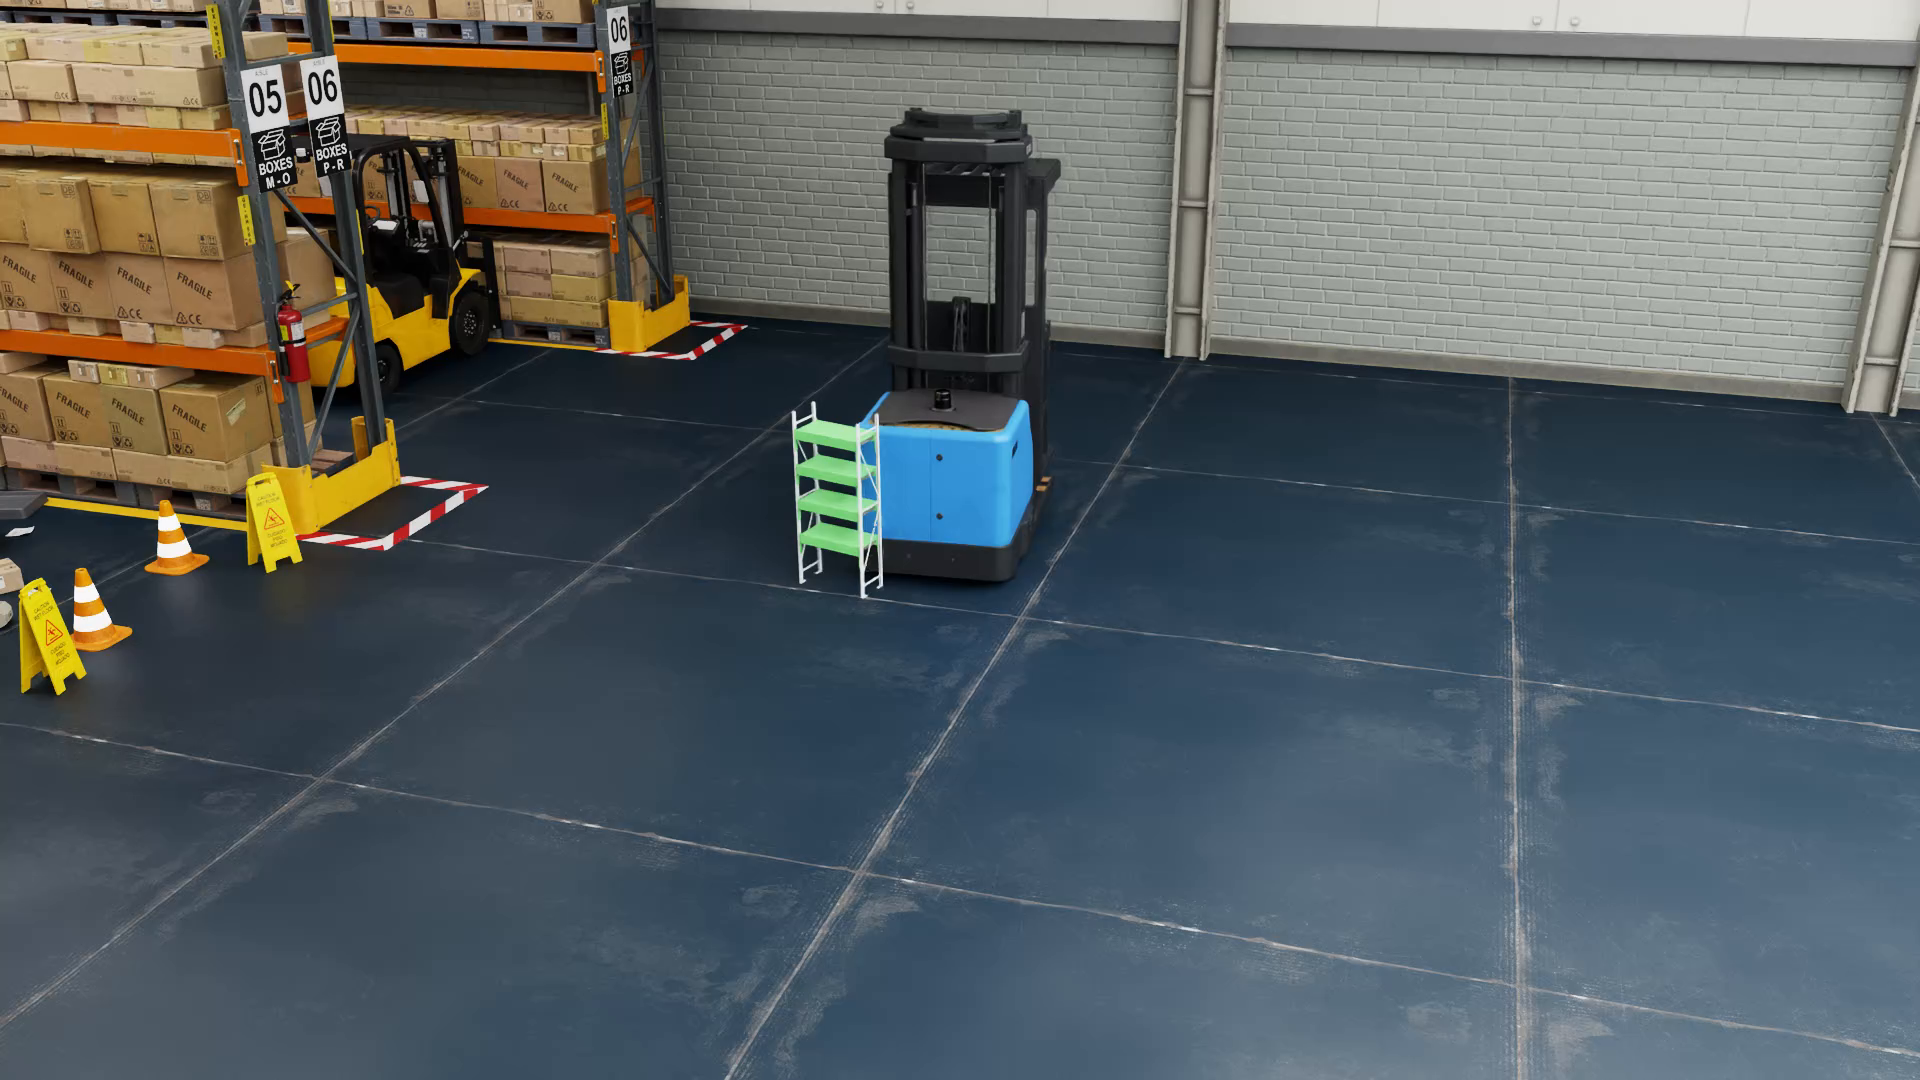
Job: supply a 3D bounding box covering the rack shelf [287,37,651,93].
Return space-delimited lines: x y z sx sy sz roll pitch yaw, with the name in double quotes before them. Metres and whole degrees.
"rack shelf" -5.046 -4.719 16.317 4.000 0.370 1.077 7 23 16

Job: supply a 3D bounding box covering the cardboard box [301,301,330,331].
"cardboard box" -4.827 -1.637 12.140 0.250 0.149 0.380 7 23 16

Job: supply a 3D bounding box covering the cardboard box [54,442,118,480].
"cardboard box" -6.410 -0.669 12.518 0.500 0.250 0.500 6 23 14

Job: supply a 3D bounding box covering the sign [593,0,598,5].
"sign" -3.302 -5.010 15.016 0.005 0.325 0.100 7 23 16

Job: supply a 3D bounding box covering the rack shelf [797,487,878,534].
"rack shelf" -0.791 -0.197 10.833 0.480 0.148 0.258 13 26 28

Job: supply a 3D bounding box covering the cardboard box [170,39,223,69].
"cardboard box" -4.971 -3.211 10.974 0.250 0.149 0.380 7 23 16

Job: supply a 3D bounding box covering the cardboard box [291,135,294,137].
"cardboard box" -6.732 -4.099 16.824 0.250 0.149 0.380 6 23 15

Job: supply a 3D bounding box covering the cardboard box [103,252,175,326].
"cardboard box" -5.639 -1.841 11.781 0.500 0.500 0.500 7 23 16

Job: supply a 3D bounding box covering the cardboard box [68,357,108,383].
"cardboard box" -6.266 -1.277 12.158 0.250 0.149 0.380 8 23 18

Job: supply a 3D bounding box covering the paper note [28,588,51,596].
"paper note" -6.042 0.352 10.871 0.142 0.019 0.148 -1 22 -3

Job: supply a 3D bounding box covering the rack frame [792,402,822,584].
"rack frame" -1.002 -0.303 10.923 0.015 1.200 0.240 13 26 28

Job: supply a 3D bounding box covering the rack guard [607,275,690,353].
"rack guard" -3.108 -2.286 16.684 0.348 0.500 1.175 7 23 16

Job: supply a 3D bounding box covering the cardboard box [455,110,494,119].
"cardboard box" -4.864 -4.223 16.735 0.250 0.149 0.380 7 23 16

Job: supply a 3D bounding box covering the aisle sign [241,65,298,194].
"aisle sign" -4.586 -2.732 11.051 0.004 0.787 0.394 7 23 16

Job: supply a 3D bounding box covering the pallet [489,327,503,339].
"pallet" -5.040 -2.358 17.240 1.213 0.211 1.003 7 23 15

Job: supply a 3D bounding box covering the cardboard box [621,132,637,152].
"cardboard box" -3.381 -3.923 16.394 0.250 0.149 0.380 6 23 14

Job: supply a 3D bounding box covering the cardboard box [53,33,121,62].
"cardboard box" -5.916 -3.351 11.314 0.250 0.149 0.380 7 23 16

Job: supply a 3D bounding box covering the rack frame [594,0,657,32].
"rack frame" -3.131 -6.220 15.077 0.127 3.000 1.000 7 23 16

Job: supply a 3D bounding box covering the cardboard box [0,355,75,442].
"cardboard box" -6.893 -1.074 12.517 0.500 0.500 0.500 8 24 18

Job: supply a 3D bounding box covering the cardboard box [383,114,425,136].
"cardboard box" -5.485 -4.112 16.464 0.250 0.149 0.380 6 23 15

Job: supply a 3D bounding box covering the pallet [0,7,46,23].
"pallet" -10.115 -5.580 17.718 1.003 0.211 1.213 8 24 18

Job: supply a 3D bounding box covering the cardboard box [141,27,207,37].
"cardboard box" -5.529 -3.521 11.728 0.250 0.149 0.380 6 23 15

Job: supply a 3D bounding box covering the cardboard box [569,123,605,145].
"cardboard box" -3.535 -3.892 15.926 0.250 0.149 0.380 7 23 16

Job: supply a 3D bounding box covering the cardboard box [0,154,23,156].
"cardboard box" -9.956 -4.058 17.908 0.500 0.250 0.500 6 23 14

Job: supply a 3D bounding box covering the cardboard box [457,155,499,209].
"cardboard box" -4.663 -3.566 16.379 0.500 0.500 0.500 6 23 14

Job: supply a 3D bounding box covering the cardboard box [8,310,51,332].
"cardboard box" -6.711 -1.651 12.174 0.250 0.149 0.380 6 23 15

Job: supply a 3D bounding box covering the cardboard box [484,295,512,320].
"cardboard box" -4.622 -2.420 16.786 0.500 0.250 0.500 7 23 16

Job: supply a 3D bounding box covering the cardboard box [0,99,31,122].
"cardboard box" -6.467 -3.002 11.515 0.250 0.149 0.380 6 23 15

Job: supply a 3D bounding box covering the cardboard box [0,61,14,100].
"cardboard box" -6.593 -3.220 11.522 0.500 0.250 0.500 7 23 16

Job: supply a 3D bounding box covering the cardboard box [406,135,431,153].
"cardboard box" -5.257 -3.922 16.393 0.250 0.149 0.380 6 23 14

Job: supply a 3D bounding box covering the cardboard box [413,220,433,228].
"cardboard box" -5.464 -3.174 17.308 0.500 0.250 0.500 7 23 16

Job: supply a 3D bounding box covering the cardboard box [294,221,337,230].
"cardboard box" -6.588 -3.101 17.130 0.500 0.250 0.500 6 23 15

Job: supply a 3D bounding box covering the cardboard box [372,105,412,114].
"cardboard box" -5.825 -4.371 17.094 0.250 0.149 0.380 6 23 14

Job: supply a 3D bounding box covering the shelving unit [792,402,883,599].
"shelving unit" -0.792 -0.256 10.808 0.503 1.200 0.258 13 26 28

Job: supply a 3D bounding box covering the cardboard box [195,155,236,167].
"cardboard box" -7.505 -4.006 17.123 0.500 0.250 0.500 6 23 14

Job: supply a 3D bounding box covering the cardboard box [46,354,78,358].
"cardboard box" -6.771 -1.271 12.997 0.500 0.500 0.500 8 24 18

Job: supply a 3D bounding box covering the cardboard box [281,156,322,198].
"cardboard box" -6.612 -3.786 16.916 0.500 0.500 0.500 6 23 14

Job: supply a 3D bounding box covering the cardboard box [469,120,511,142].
"cardboard box" -4.537 -3.969 16.114 0.250 0.149 0.380 7 23 17

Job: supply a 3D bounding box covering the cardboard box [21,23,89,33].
"cardboard box" -6.513 -3.629 11.993 0.250 0.149 0.380 7 23 16

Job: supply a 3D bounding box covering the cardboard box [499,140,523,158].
"cardboard box" -4.262 -3.827 16.160 0.250 0.149 0.380 6 23 15

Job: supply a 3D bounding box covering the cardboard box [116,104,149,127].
"cardboard box" -5.476 -2.907 11.283 0.250 0.149 0.380 7 23 17

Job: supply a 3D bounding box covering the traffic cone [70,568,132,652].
"traffic cone" -5.341 0.395 10.198 0.334 0.463 0.336 7 23 16

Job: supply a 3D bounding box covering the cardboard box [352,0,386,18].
"cardboard box" -5.628 -5.176 15.977 0.258 0.266 0.396 6 23 14

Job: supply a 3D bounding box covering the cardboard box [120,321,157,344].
"cardboard box" -5.751 -1.529 11.875 0.250 0.149 0.380 7 23 16

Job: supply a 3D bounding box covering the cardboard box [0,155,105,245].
"cardboard box" -6.552 -2.446 11.939 0.500 0.500 0.700 6 23 15

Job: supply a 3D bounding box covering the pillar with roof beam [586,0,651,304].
"pillar with roof beam" -4.781 -5.060 12.248 0.400 9.000 9.100 7 23 16

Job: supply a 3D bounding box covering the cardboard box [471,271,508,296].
"cardboard box" -4.665 -2.646 16.679 0.500 0.250 0.500 6 23 14

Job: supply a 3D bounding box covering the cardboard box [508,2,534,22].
"cardboard box" -4.012 -4.937 15.548 0.250 0.149 0.380 6 23 14

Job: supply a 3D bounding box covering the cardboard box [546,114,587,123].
"cardboard box" -3.889 -4.108 16.454 0.250 0.149 0.380 7 23 17

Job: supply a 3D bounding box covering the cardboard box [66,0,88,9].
"cardboard box" -8.840 -5.490 16.895 0.250 0.149 0.380 6 23 15

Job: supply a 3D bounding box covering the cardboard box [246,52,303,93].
"cardboard box" -4.966 -3.249 11.591 0.500 0.250 0.500 6 23 15

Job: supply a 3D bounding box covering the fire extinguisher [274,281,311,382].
"fire extinguisher" -4.585 -1.425 11.394 0.183 0.674 0.296 7 23 16

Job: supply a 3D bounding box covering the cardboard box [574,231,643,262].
"cardboard box" -3.537 -2.951 16.764 0.500 0.250 0.500 6 23 15

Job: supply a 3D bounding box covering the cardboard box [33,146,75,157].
"cardboard box" -9.461 -4.227 17.661 0.500 0.250 0.500 6 23 14

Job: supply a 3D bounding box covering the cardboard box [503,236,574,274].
"cardboard box" -4.153 -2.821 16.446 0.500 0.250 0.500 7 23 16

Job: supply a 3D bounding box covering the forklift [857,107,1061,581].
"forklift" 0.099 -1.614 11.842 1.130 2.935 3.031 4 23 10
